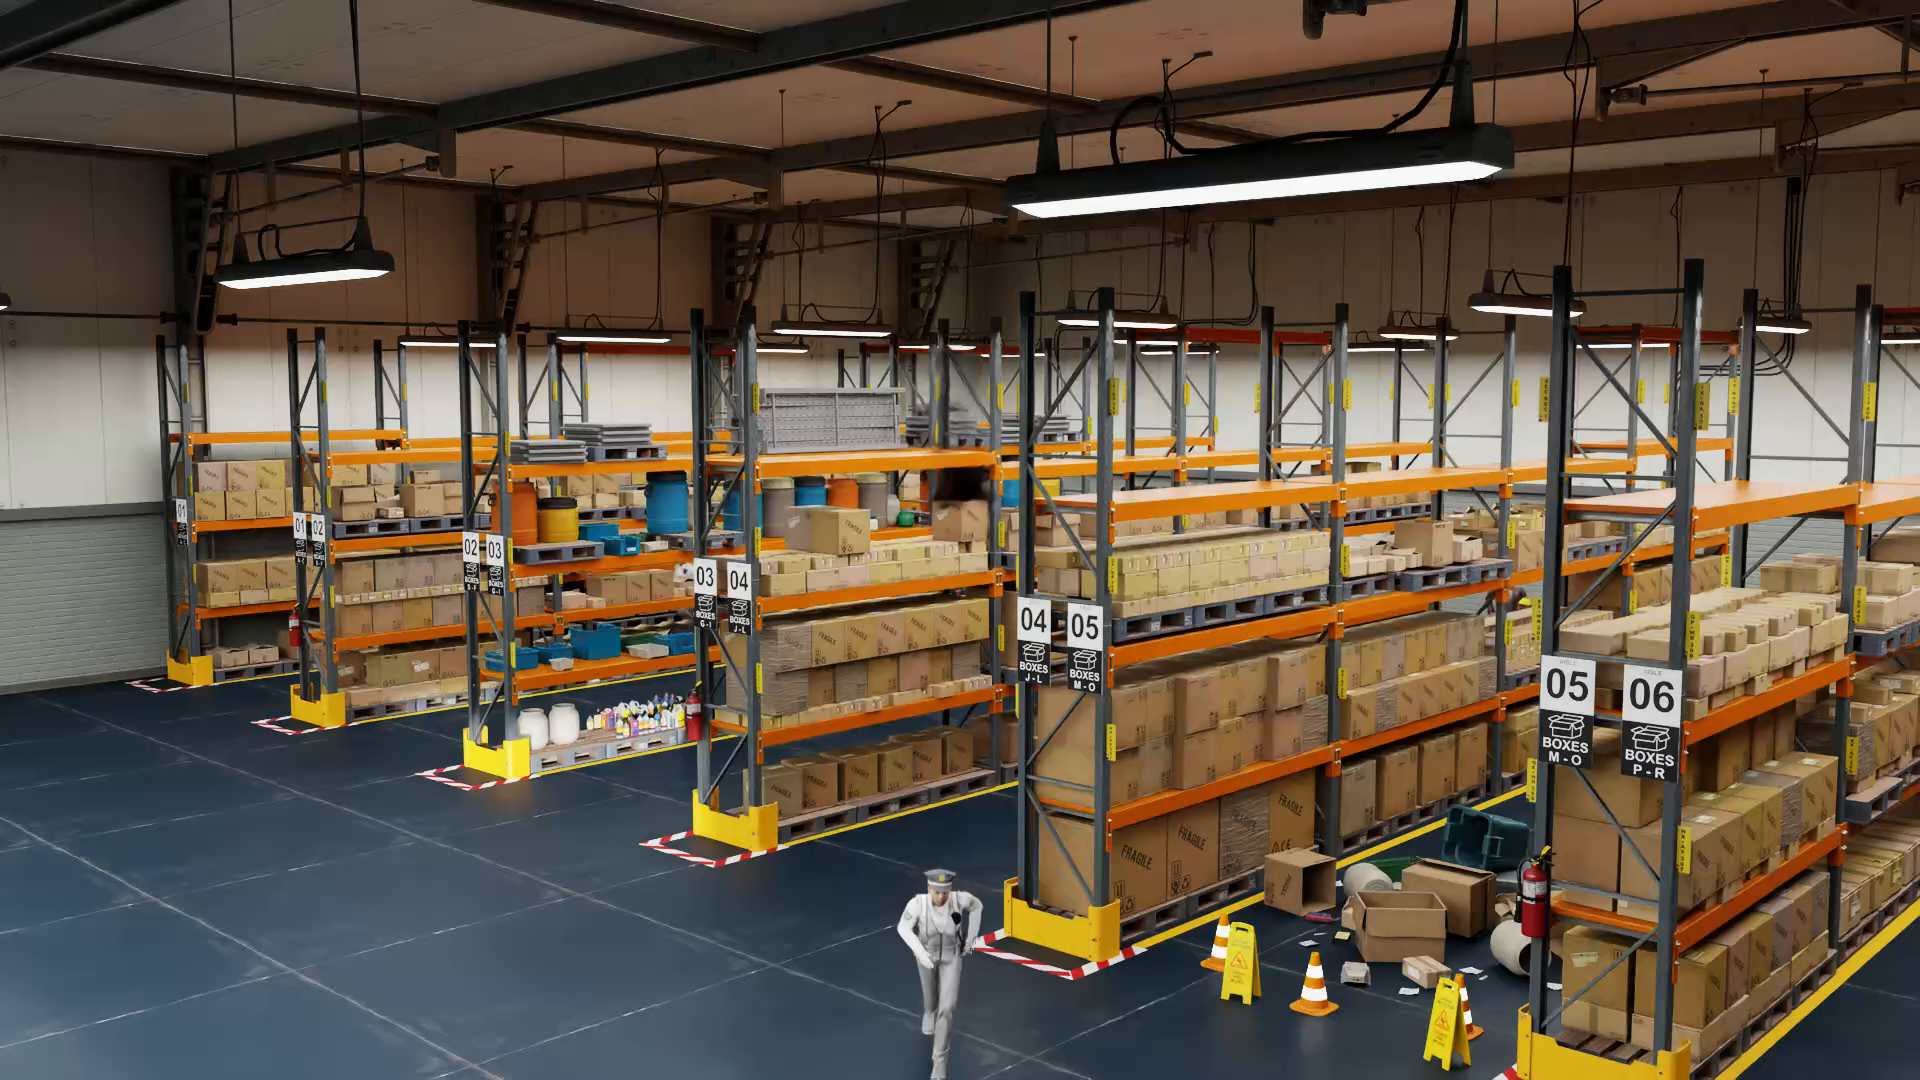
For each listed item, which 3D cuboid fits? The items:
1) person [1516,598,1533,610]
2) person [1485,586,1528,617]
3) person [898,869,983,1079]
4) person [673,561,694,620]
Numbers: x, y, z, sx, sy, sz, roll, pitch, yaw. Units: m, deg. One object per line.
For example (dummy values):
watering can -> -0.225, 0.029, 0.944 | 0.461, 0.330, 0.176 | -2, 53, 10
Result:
person -> 9.024, 1.800, 26.441 | 0.985, 1.784, 0.710 | -5, 7, -40
person -> 9.801, 1.491, 29.768 | 0.739, 1.811, 0.995 | 1, 5, 11
person -> -0.160, 3.205, 12.683 | 0.655, 1.628, 0.977 | -1, 5, -7
person -> -5.704, 1.078, 34.223 | 0.642, 1.728, 0.716 | 4, 7, 35
